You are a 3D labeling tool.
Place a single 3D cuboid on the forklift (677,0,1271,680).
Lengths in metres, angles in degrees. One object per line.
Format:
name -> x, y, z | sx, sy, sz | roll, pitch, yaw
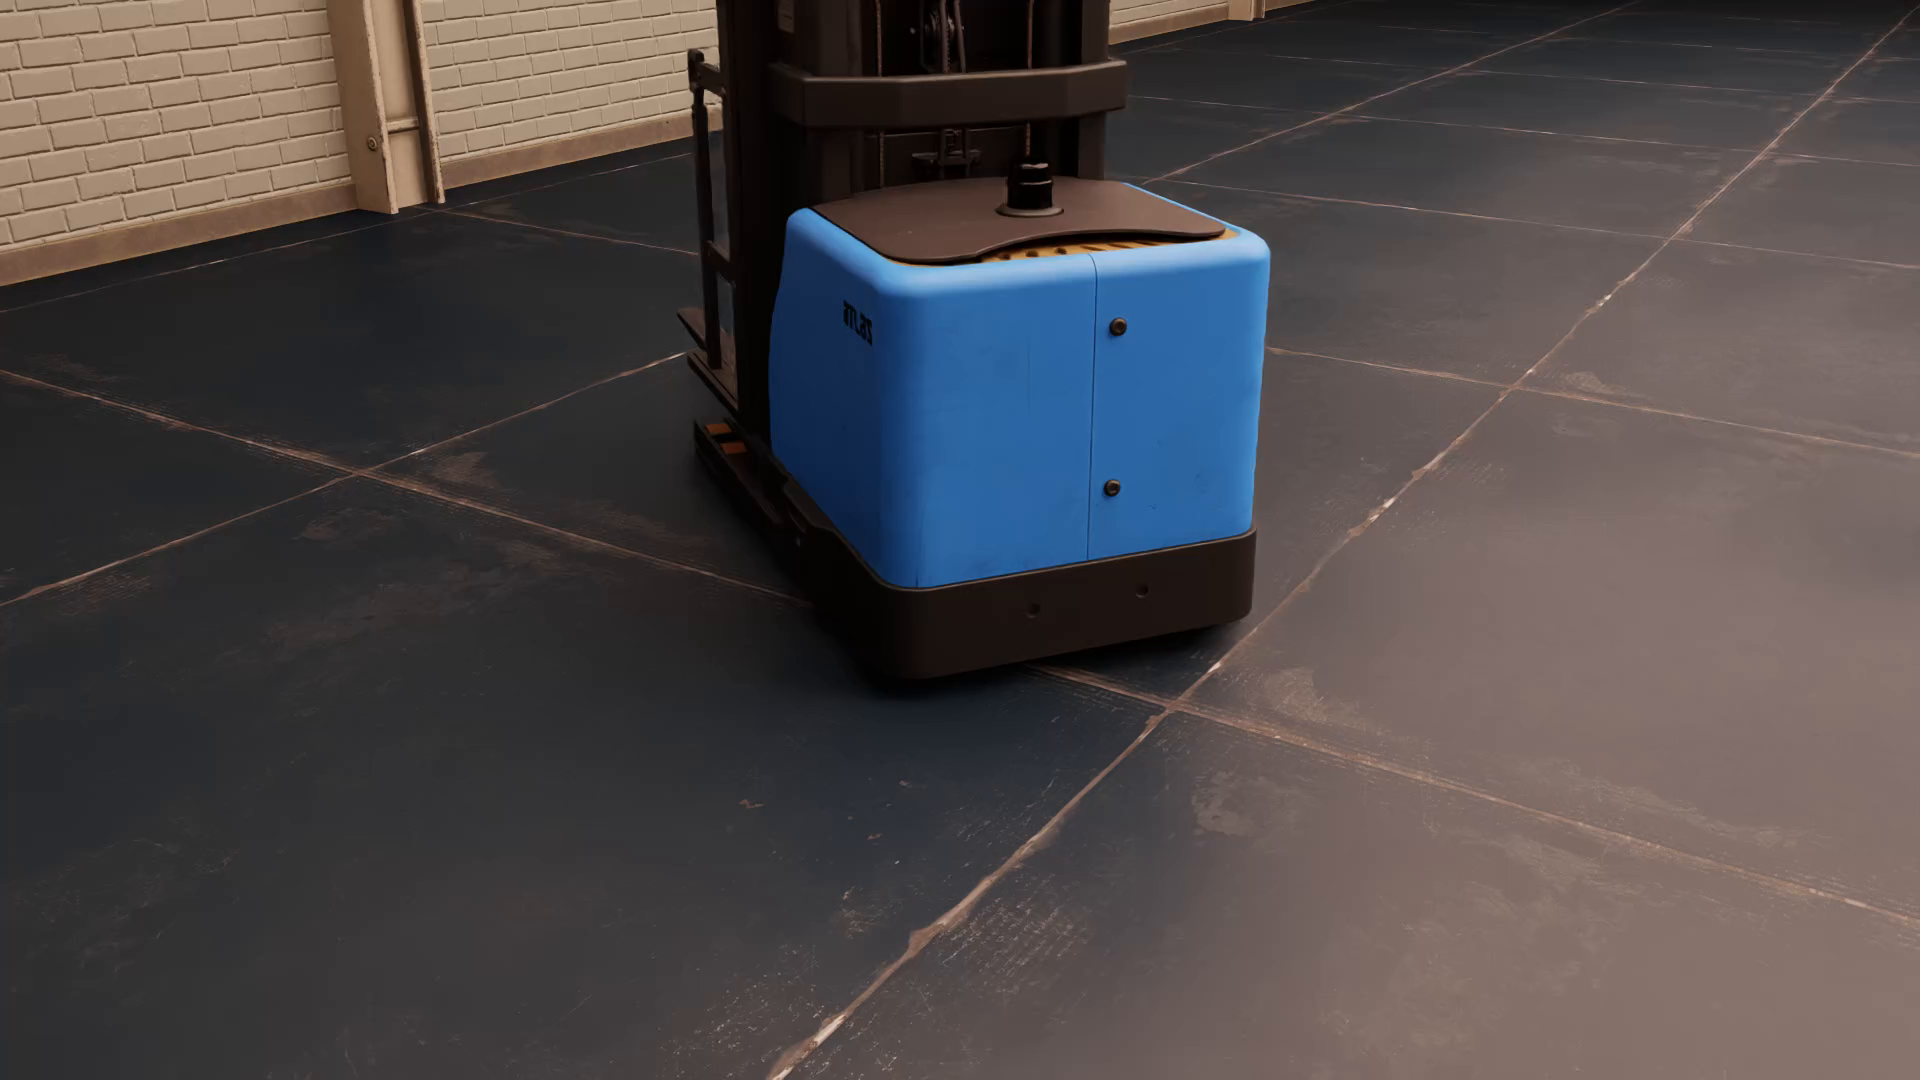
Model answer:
forklift -> -0.245, -1.557, 4.952 | 1.130, 2.935, 3.031 | -9, 25, -20
